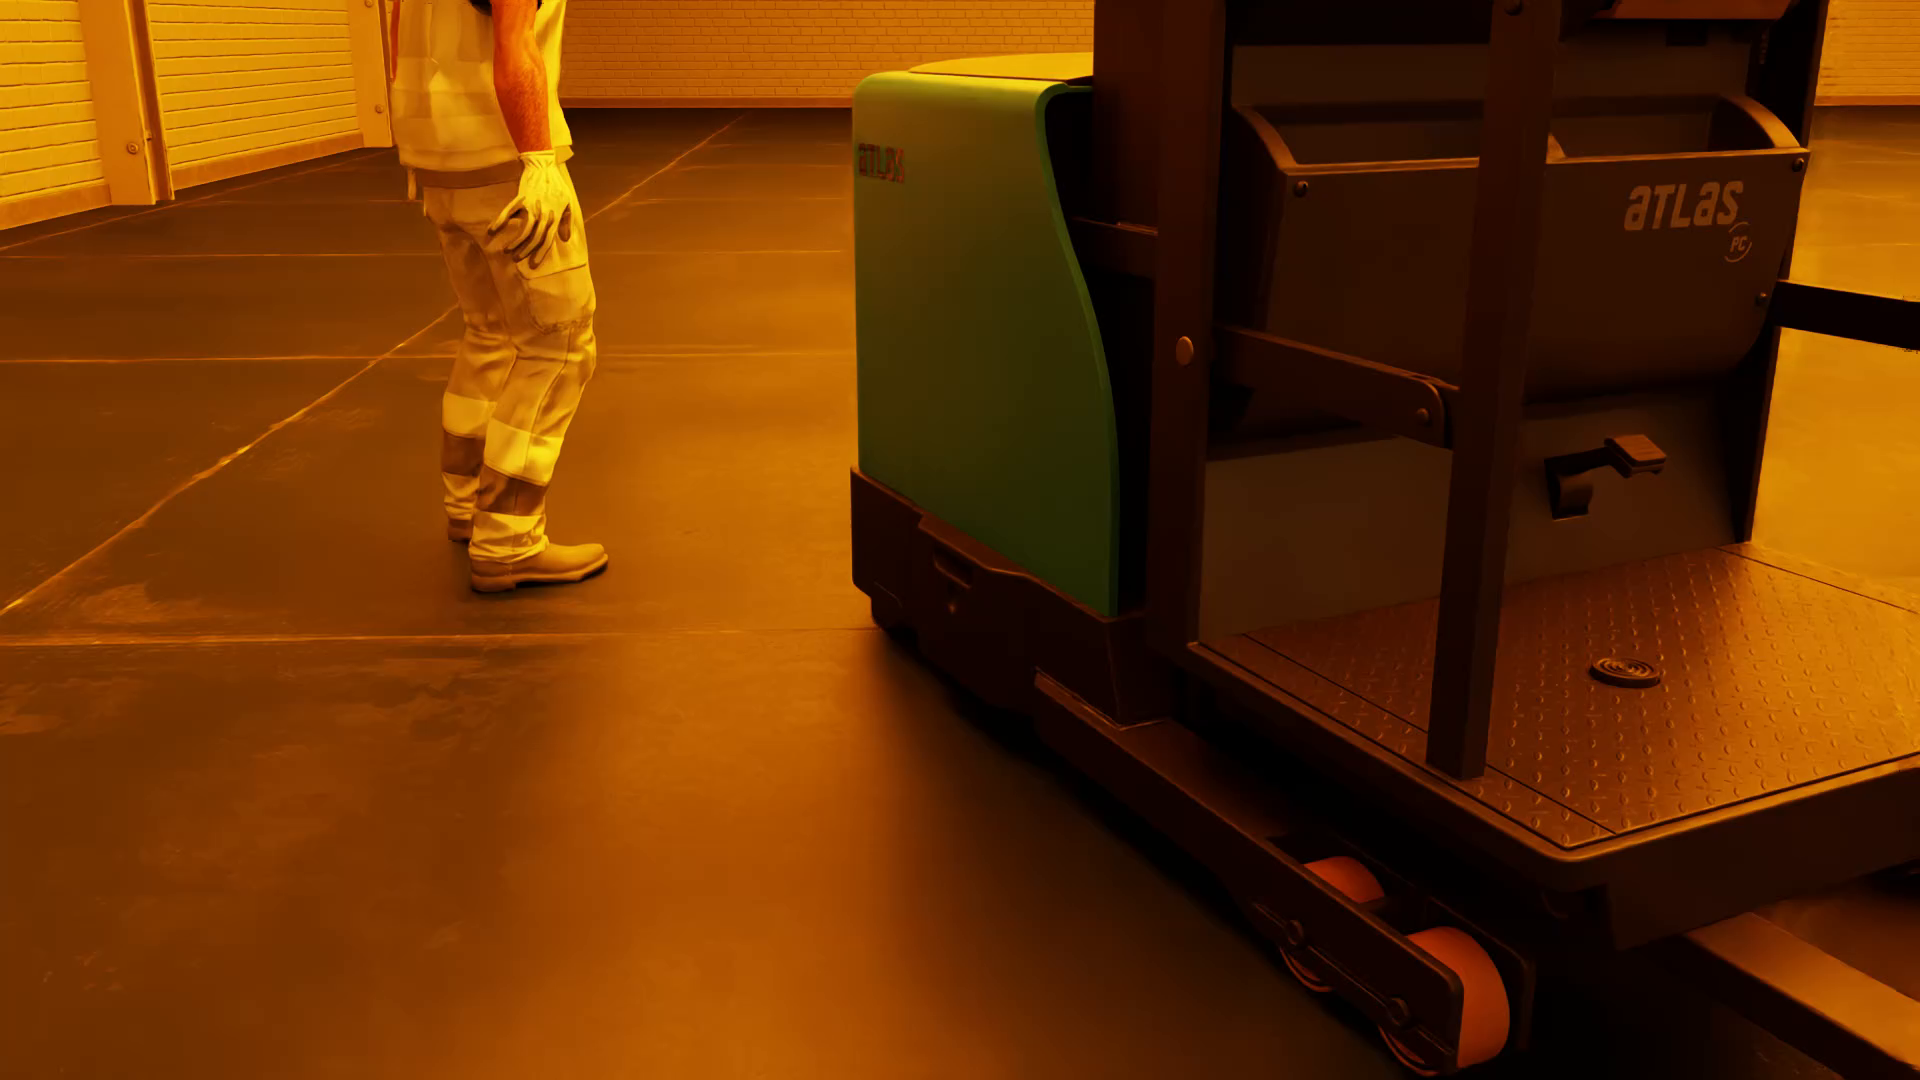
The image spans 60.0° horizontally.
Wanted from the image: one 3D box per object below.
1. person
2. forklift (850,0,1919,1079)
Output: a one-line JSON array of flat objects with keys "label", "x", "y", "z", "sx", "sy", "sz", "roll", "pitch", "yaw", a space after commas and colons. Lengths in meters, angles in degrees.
[{"label": "person", "x": -0.956, "y": -0.791, "z": 3.511, "sx": 0.430, "sy": 1.750, "sz": 0.848, "roll": -13, "pitch": 21, "yaw": -37}, {"label": "forklift", "x": 0.878, "y": -0.933, "z": 1.959, "sx": 1.130, "sy": 2.935, "sz": 3.031, "roll": -8, "pitch": 19, "yaw": -25}]
